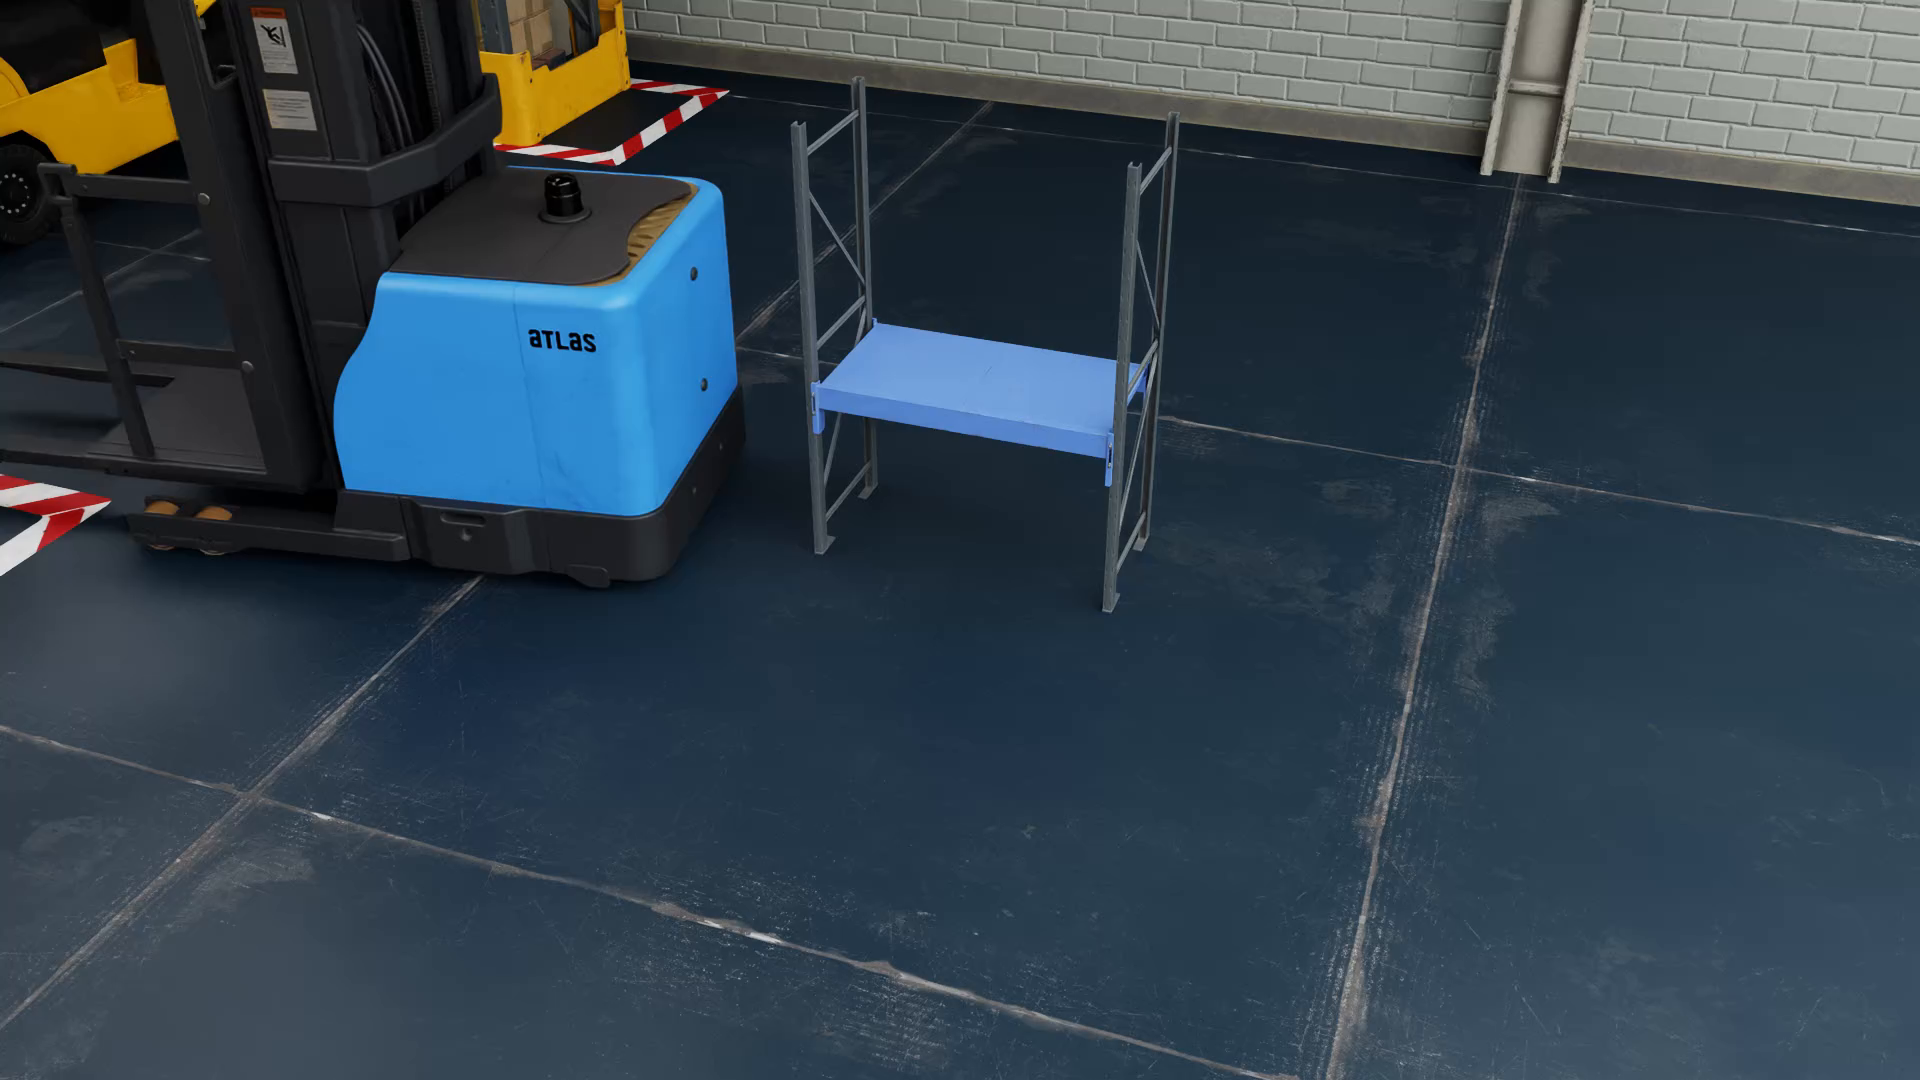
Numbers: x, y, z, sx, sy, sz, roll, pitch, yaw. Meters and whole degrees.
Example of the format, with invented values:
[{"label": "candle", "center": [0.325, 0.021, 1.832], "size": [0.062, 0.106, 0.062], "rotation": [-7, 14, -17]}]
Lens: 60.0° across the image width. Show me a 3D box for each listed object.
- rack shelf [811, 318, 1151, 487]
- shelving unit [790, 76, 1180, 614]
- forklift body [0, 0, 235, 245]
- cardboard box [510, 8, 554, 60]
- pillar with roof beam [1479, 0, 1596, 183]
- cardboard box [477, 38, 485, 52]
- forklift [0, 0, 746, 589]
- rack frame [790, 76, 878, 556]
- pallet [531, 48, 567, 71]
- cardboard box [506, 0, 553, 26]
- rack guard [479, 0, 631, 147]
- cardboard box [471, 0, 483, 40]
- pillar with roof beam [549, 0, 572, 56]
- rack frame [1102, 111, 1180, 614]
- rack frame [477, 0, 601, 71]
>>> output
[{"label": "rack shelf", "center": [0.080, -0.463, 5.417], "size": [1.000, 0.185, 0.538], "rotation": [11, 34, 16]}, {"label": "shelving unit", "center": [0.080, -0.614, 5.319], "size": [1.048, 1.500, 0.538], "rotation": [11, 34, 16]}, {"label": "forklift body", "center": [-4.733, -2.791, 8.089], "size": [1.214, 2.155, 2.313], "rotation": [11, 34, 16]}, {"label": "cardboard box", "center": [-2.729, -2.943, 9.690], "size": [0.500, 0.250, 0.500], "rotation": [11, 34, 17]}, {"label": "pillar with roof beam", "center": [1.512, -3.544, 2.942], "size": [0.400, 9.000, 9.100], "rotation": [11, 34, 16]}, {"label": "cardboard box", "center": [-2.882, -2.678, 9.280], "size": [0.500, 0.250, 0.500], "rotation": [11, 35, 17]}, {"label": "forklift", "center": [-2.362, -1.453, 5.298], "size": [3.031, 2.935, 1.130], "rotation": [6, 33, 9]}, {"label": "rack frame", "center": [-0.398, -0.707, 5.463], "size": [0.032, 1.500, 0.500], "rotation": [11, 34, 16]}, {"label": "pallet", "center": [-3.067, -2.679, 9.705], "size": [1.213, 0.211, 1.003], "rotation": [11, 34, 16]}, {"label": "cardboard box", "center": [-2.705, -3.155, 9.558], "size": [0.500, 0.250, 0.500], "rotation": [12, 35, 17]}, {"label": "rack guard", "center": [-2.310, -2.677, 9.436], "size": [0.348, 0.500, 1.175], "rotation": [11, 34, 16]}, {"label": "cardboard box", "center": [-2.896, -2.893, 9.152], "size": [0.500, 0.250, 0.500], "rotation": [11, 34, 16]}, {"label": "pillar with roof beam", "center": [-4.137, -4.642, 4.643], "size": [0.400, 9.000, 9.100], "rotation": [11, 34, 16]}, {"label": "rack frame", "center": [0.559, -0.521, 5.175], "size": [0.032, 1.500, 0.500], "rotation": [11, 34, 16]}, {"label": "rack frame", "center": [-2.333, -3.732, 8.765], "size": [0.127, 3.000, 1.000], "rotation": [11, 34, 16]}]
